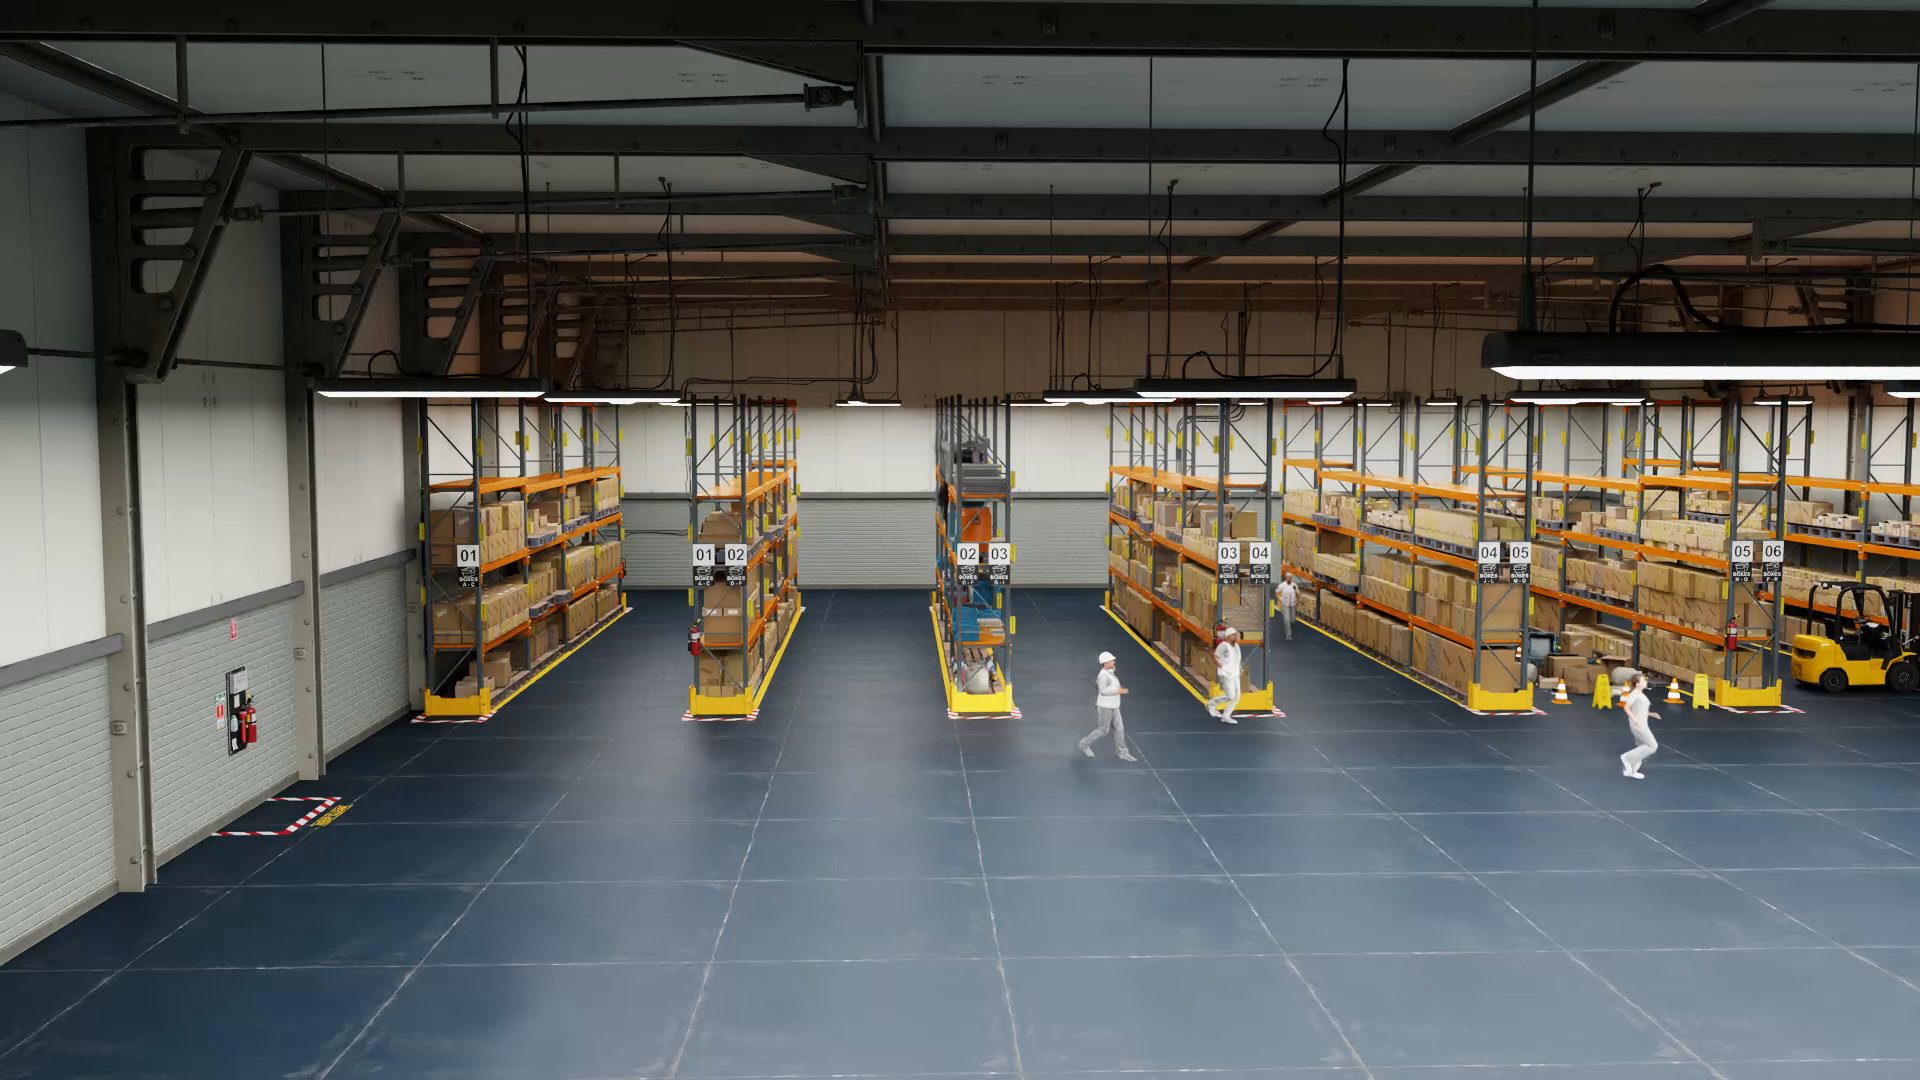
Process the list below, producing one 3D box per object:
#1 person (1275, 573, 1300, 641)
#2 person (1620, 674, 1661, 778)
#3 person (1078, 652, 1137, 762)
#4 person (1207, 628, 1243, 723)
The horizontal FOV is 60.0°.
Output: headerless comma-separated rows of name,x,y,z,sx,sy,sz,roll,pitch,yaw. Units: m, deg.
person,8.180,1.643,41.452,0.621,1.655,0.735,0,5,-3
person,10.554,2.882,25.765,0.553,1.630,0.557,2,5,27
person,2.392,2.696,26.905,0.949,1.777,0.657,2,5,21
person,4.893,2.465,30.470,0.579,1.731,0.708,4,6,43
